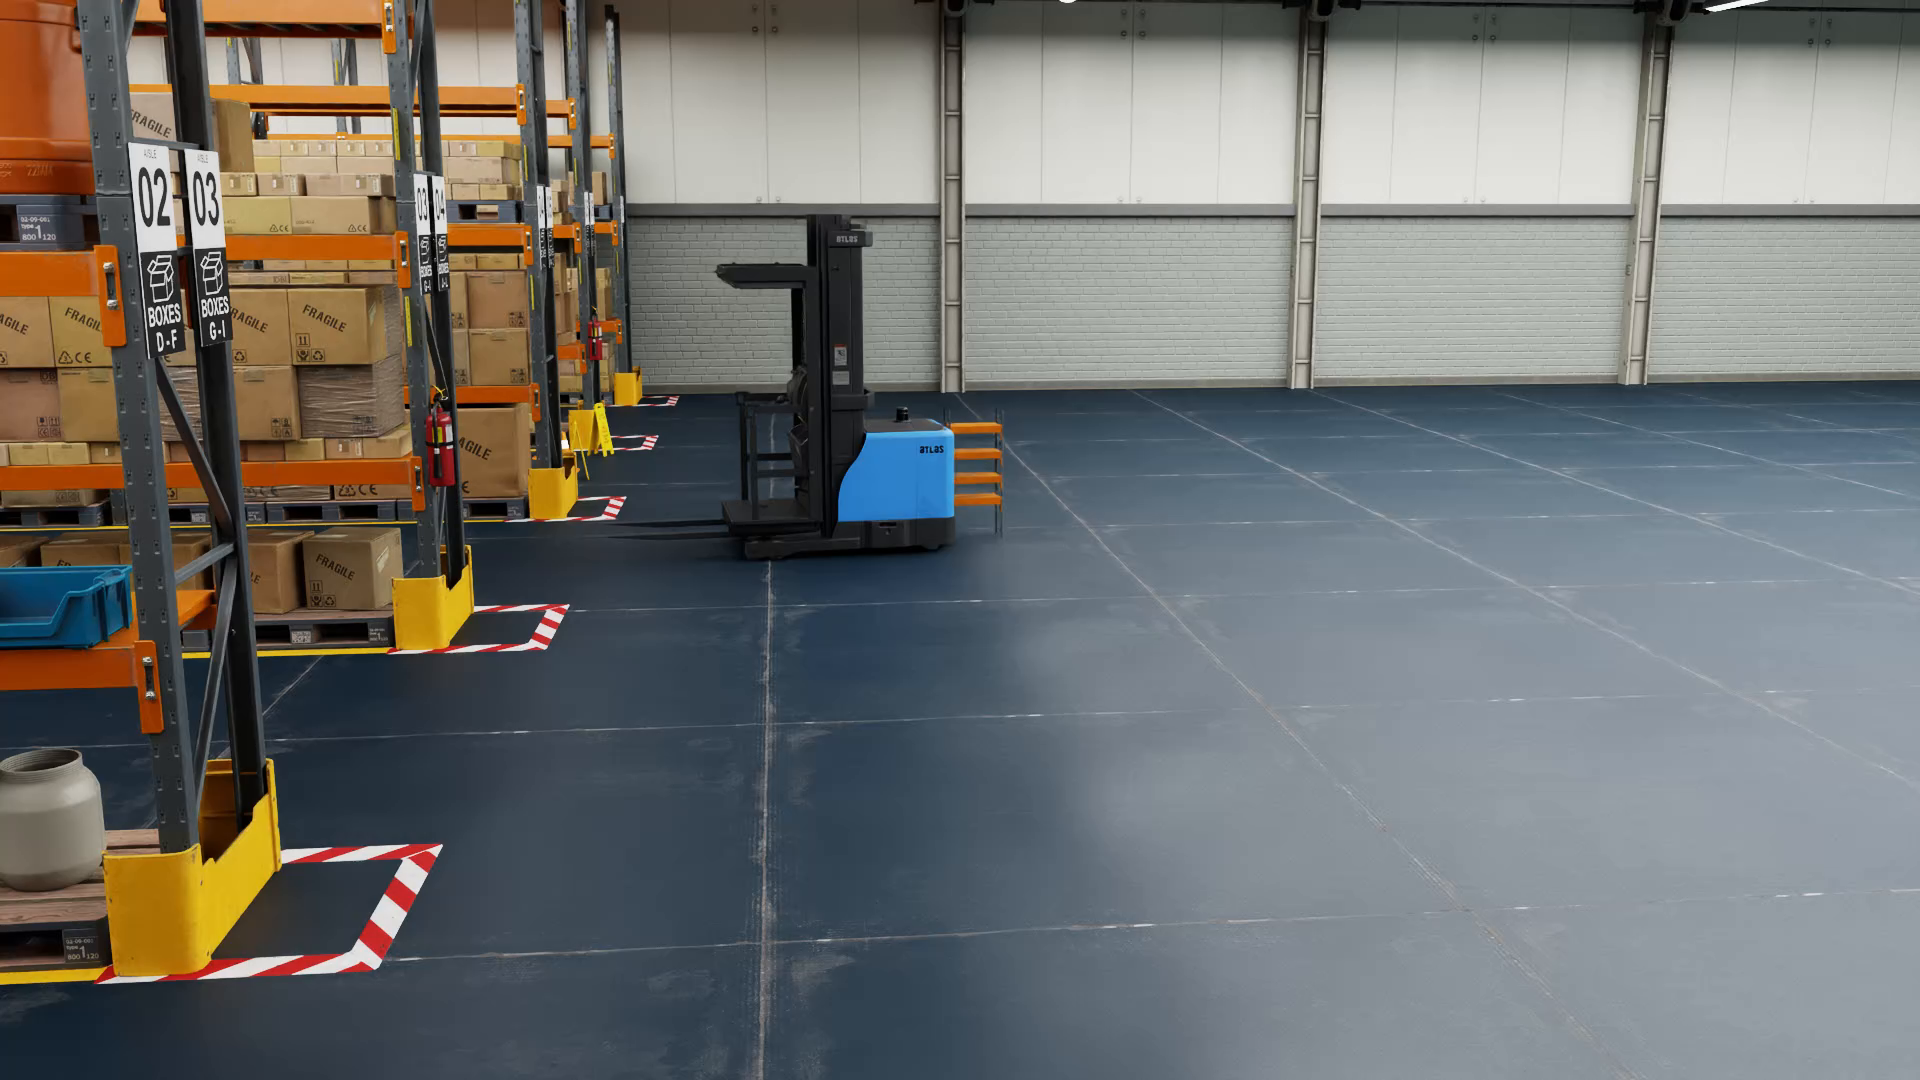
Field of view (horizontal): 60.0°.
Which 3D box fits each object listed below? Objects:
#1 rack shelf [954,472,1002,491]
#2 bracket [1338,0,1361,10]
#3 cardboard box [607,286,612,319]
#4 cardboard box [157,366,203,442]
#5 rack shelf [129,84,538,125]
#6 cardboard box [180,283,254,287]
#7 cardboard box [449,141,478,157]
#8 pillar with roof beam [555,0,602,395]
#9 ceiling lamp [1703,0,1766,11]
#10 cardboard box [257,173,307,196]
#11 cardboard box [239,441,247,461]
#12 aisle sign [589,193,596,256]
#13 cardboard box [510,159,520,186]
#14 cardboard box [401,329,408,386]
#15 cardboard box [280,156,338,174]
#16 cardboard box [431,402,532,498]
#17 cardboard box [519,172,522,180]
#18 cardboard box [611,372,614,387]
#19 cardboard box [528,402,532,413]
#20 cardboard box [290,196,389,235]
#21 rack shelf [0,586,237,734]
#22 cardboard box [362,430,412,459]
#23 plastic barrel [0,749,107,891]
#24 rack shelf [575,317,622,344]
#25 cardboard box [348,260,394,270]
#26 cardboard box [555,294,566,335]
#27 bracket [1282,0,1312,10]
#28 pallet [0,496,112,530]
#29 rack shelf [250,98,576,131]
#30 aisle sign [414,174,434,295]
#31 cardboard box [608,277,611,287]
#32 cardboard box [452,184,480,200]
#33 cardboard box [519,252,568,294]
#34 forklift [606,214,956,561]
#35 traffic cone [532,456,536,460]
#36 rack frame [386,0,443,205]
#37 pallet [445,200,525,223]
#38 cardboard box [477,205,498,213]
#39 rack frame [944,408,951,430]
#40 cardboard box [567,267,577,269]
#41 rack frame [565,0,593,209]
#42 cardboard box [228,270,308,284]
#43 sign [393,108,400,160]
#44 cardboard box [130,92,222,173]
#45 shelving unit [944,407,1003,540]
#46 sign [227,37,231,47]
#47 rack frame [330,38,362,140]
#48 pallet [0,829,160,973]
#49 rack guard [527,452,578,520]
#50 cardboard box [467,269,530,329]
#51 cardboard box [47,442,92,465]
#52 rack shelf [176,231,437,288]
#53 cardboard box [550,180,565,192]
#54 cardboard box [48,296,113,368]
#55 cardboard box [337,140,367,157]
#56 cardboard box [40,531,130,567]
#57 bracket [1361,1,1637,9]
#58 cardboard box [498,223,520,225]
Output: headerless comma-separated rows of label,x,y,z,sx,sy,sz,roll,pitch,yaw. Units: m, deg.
rack shelf,0.121,-0.536,15.216,0.480,0.148,0.258,-2,11,-12
bracket,6.288,-8.742,27.058,0.430,0.232,0.235,-1,11,-6
cardboard box,-5.826,-3.775,26.418,0.500,0.500,0.500,-1,11,-4
cardboard box,-5.229,-0.984,11.450,0.500,0.500,0.875,-1,11,-6
rack shelf,-6.117,-4.137,15.867,4.000,0.370,1.077,-1,11,-6
cardboard box,-5.264,-1.538,11.673,0.500,0.500,0.500,-1,11,-6
cardboard box,-4.675,-3.702,15.766,0.250,0.149,0.380,-1,11,-6
pillar with roof beam,-5.628,-5.960,22.237,0.548,9.000,9.100,-1,11,-6
ceiling lamp,11.347,-9.093,23.044,0.800,3.185,2.000,-1,11,-6
cardboard box,-4.467,-2.350,11.005,0.250,0.149,0.380,-2,11,-9
cardboard box,-4.949,-0.643,11.394,0.250,0.149,0.380,-1,11,-6
aisle sign,-4.735,-4.068,21.426,0.004,0.787,0.394,-1,11,-6
cardboard box,-4.636,-3.623,16.396,0.500,0.250,0.500,-1,11,-6
cardboard box,-5.607,-1.838,16.436,0.550,0.550,0.875,-1,11,-6
cardboard box,-6.083,-3.489,15.714,0.500,0.250,0.500,-1,11,-6
cardboard box,-4.795,-0.921,16.578,0.875,0.875,0.875,-1,11,-6
cardboard box,-6.746,-5.401,25.565,0.500,0.500,0.700,-1,11,-6
cardboard box,-5.813,-2.567,26.573,0.500,0.250,0.500,-1,11,-6
cardboard box,-5.532,-1.890,21.181,0.500,0.500,0.500,-1,11,-6
cardboard box,-4.145,-2.170,11.127,0.500,0.250,0.500,-1,11,-5
rack shelf,-5.147,0.513,6.727,4.000,0.370,1.077,-1,11,-6
cardboard box,-3.954,-0.662,11.494,0.250,0.149,0.380,-1,11,-6
plastic barrel,-3.804,1.162,6.925,0.421,0.512,0.421,0,11,0
rack shelf,-7.292,-3.289,26.067,4.000,0.370,1.077,-1,11,-6
cardboard box,-7.267,-3.313,20.704,0.500,0.500,0.700,-1,11,-7
cardboard box,-5.273,-2.862,21.003,0.500,0.500,0.500,-1,11,-7
bracket,5.463,-8.725,26.970,0.430,0.232,0.235,-1,11,-6
pallet,-8.864,-0.302,16.240,1.213,0.211,1.003,-1,11,-6
rack shelf,-6.752,-5.279,20.647,4.000,0.370,1.077,-1,11,-6
aisle sign,-3.599,-2.050,11.164,0.004,0.787,0.394,-1,11,-6
cardboard box,-5.668,-4.093,26.355,0.250,0.149,0.380,-1,11,-8
cardboard box,-4.673,-3.311,15.843,0.250,0.149,0.380,-1,11,-6
cardboard box,-5.248,-3.365,20.966,0.500,0.500,0.700,-1,11,-7
forklift,-1.609,-1.370,14.623,3.031,2.935,1.130,-2,11,-12
traffic cone,-5.052,-1.230,20.309,0.334,0.463,0.336,-1,11,-6
rack frame,-3.693,-3.775,11.122,0.127,3.000,1.000,-1,11,-6
pallet,-4.865,-3.195,16.181,1.213,0.211,1.003,-1,11,-6
cardboard box,-5.745,-4.206,20.708,0.500,0.250,0.500,-1,11,-7
rack frame,-0.118,-0.592,15.152,0.015,1.200,0.240,-2,11,-12
cardboard box,-6.185,-4.223,26.245,0.250,0.149,0.380,-1,11,-5
rack frame,-4.763,-5.675,20.789,0.127,3.000,1.000,-1,11,-6
cardboard box,-6.649,-2.324,16.108,0.550,0.550,0.875,-1,11,-6
sign,-3.653,-2.630,10.783,0.005,0.325,0.100,-1,11,-6
cardboard box,-5.207,-2.662,10.914,0.500,0.500,0.500,-1,11,-6
shelving unit,0.121,-0.602,15.203,0.503,1.200,0.258,-2,11,-12
sign,-8.674,-6.022,19.719,0.005,0.325,0.100,-1,11,-6
rack frame,-9.280,-6.544,25.207,0.127,3.000,1.000,-1,11,-6
pallet,-4.037,1.514,7.004,1.213,0.211,1.003,-1,11,-6
rack guard,-4.105,-0.558,16.794,0.348,0.500,1.175,-1,11,-6
cardboard box,-4.502,-2.387,16.430,0.550,0.550,0.875,-1,11,-6
cardboard box,-5.934,-0.605,11.203,0.250,0.149,0.380,-1,11,-6
rack shelf,-5.682,-1.908,11.269,4.000,0.370,1.077,-1,11,-6
cardboard box,-5.068,-4.408,20.702,0.250,0.149,0.380,-1,11,-6
cardboard box,-5.705,-1.427,11.113,0.500,0.500,0.500,-1,11,-6
cardboard box,-5.691,-3.681,15.657,0.250,0.149,0.380,-1,11,-7
cardboard box,-6.091,0.231,11.692,0.500,0.500,0.500,-2,11,-11
bracket,8.866,-8.796,27.333,4.783,0.066,0.076,-1,11,-6
cardboard box,-5.600,-4.008,20.739,0.250,0.149,0.380,-1,11,-4
